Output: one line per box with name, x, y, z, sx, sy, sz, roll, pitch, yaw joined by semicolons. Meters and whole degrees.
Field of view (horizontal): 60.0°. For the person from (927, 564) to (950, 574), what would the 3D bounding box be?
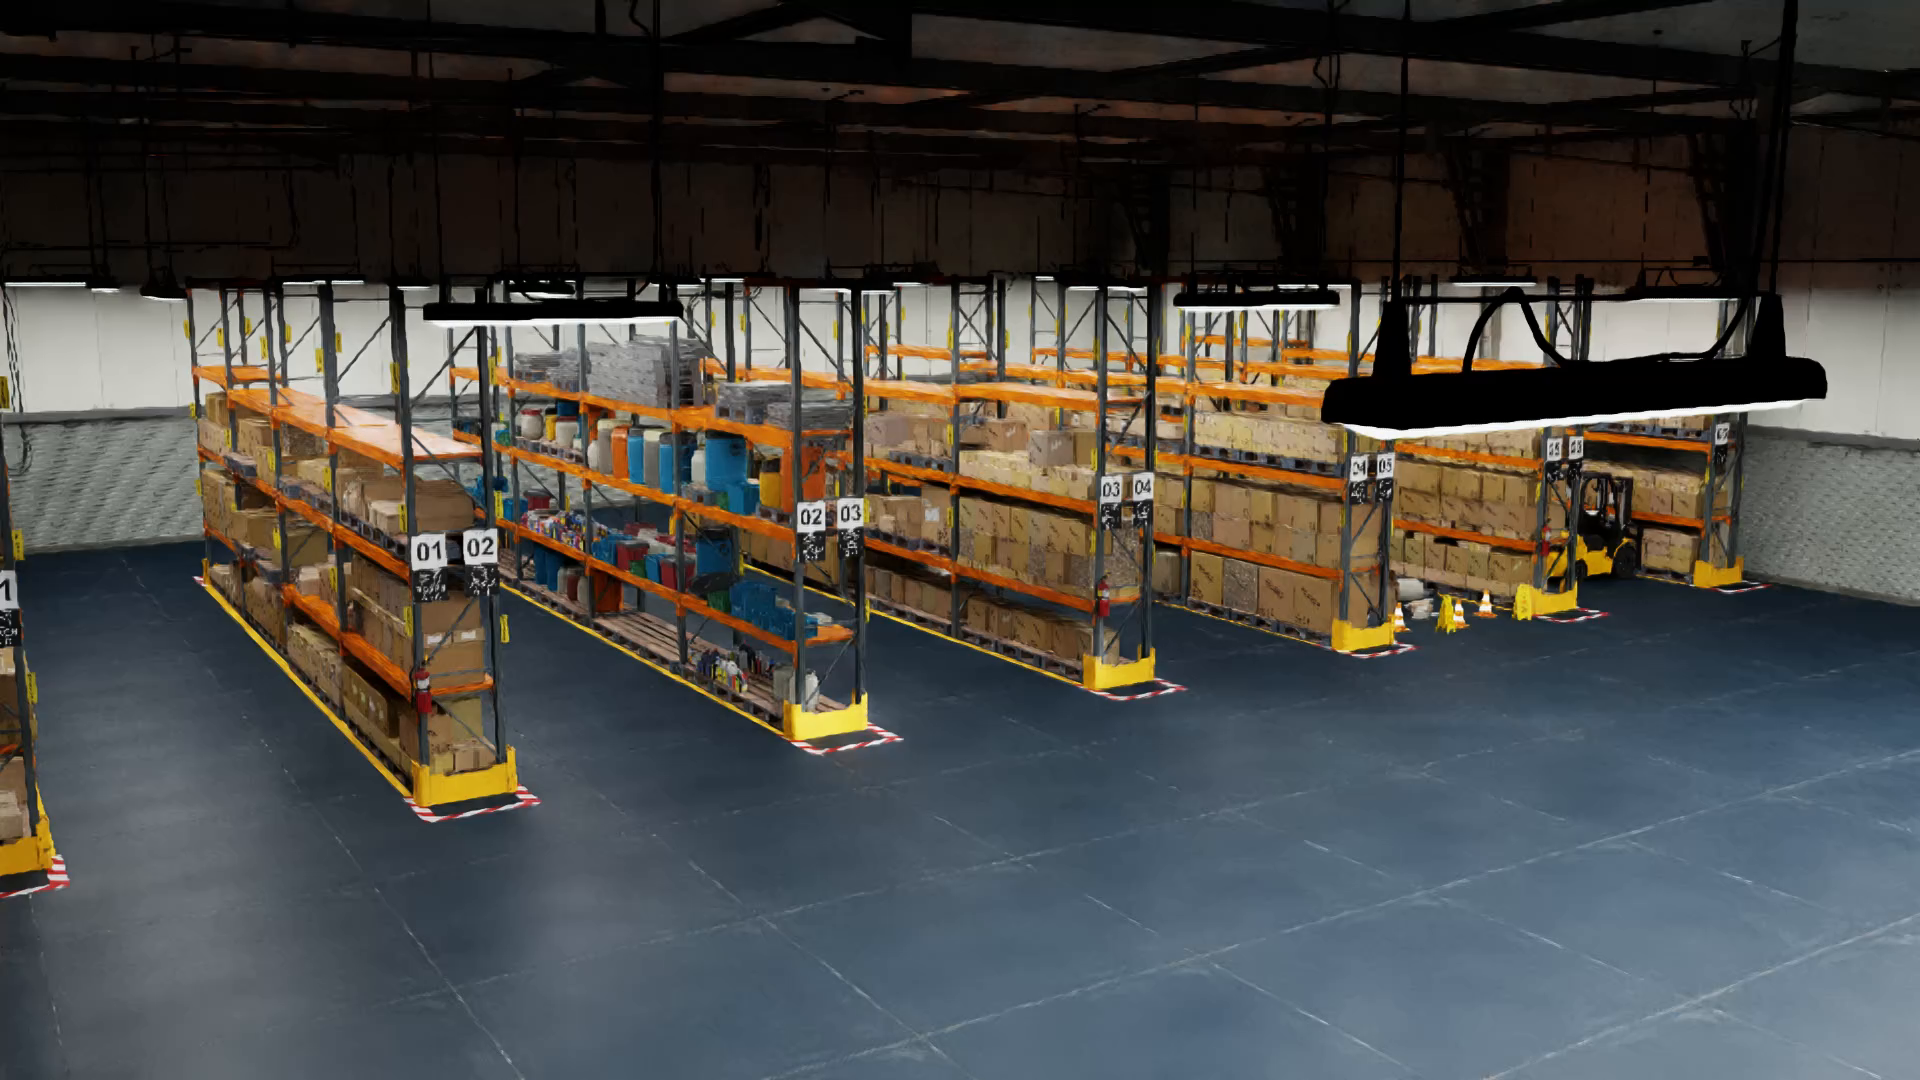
person;-0.430;0.009;32.474;0.706;1.762;0.477;9;13;43
